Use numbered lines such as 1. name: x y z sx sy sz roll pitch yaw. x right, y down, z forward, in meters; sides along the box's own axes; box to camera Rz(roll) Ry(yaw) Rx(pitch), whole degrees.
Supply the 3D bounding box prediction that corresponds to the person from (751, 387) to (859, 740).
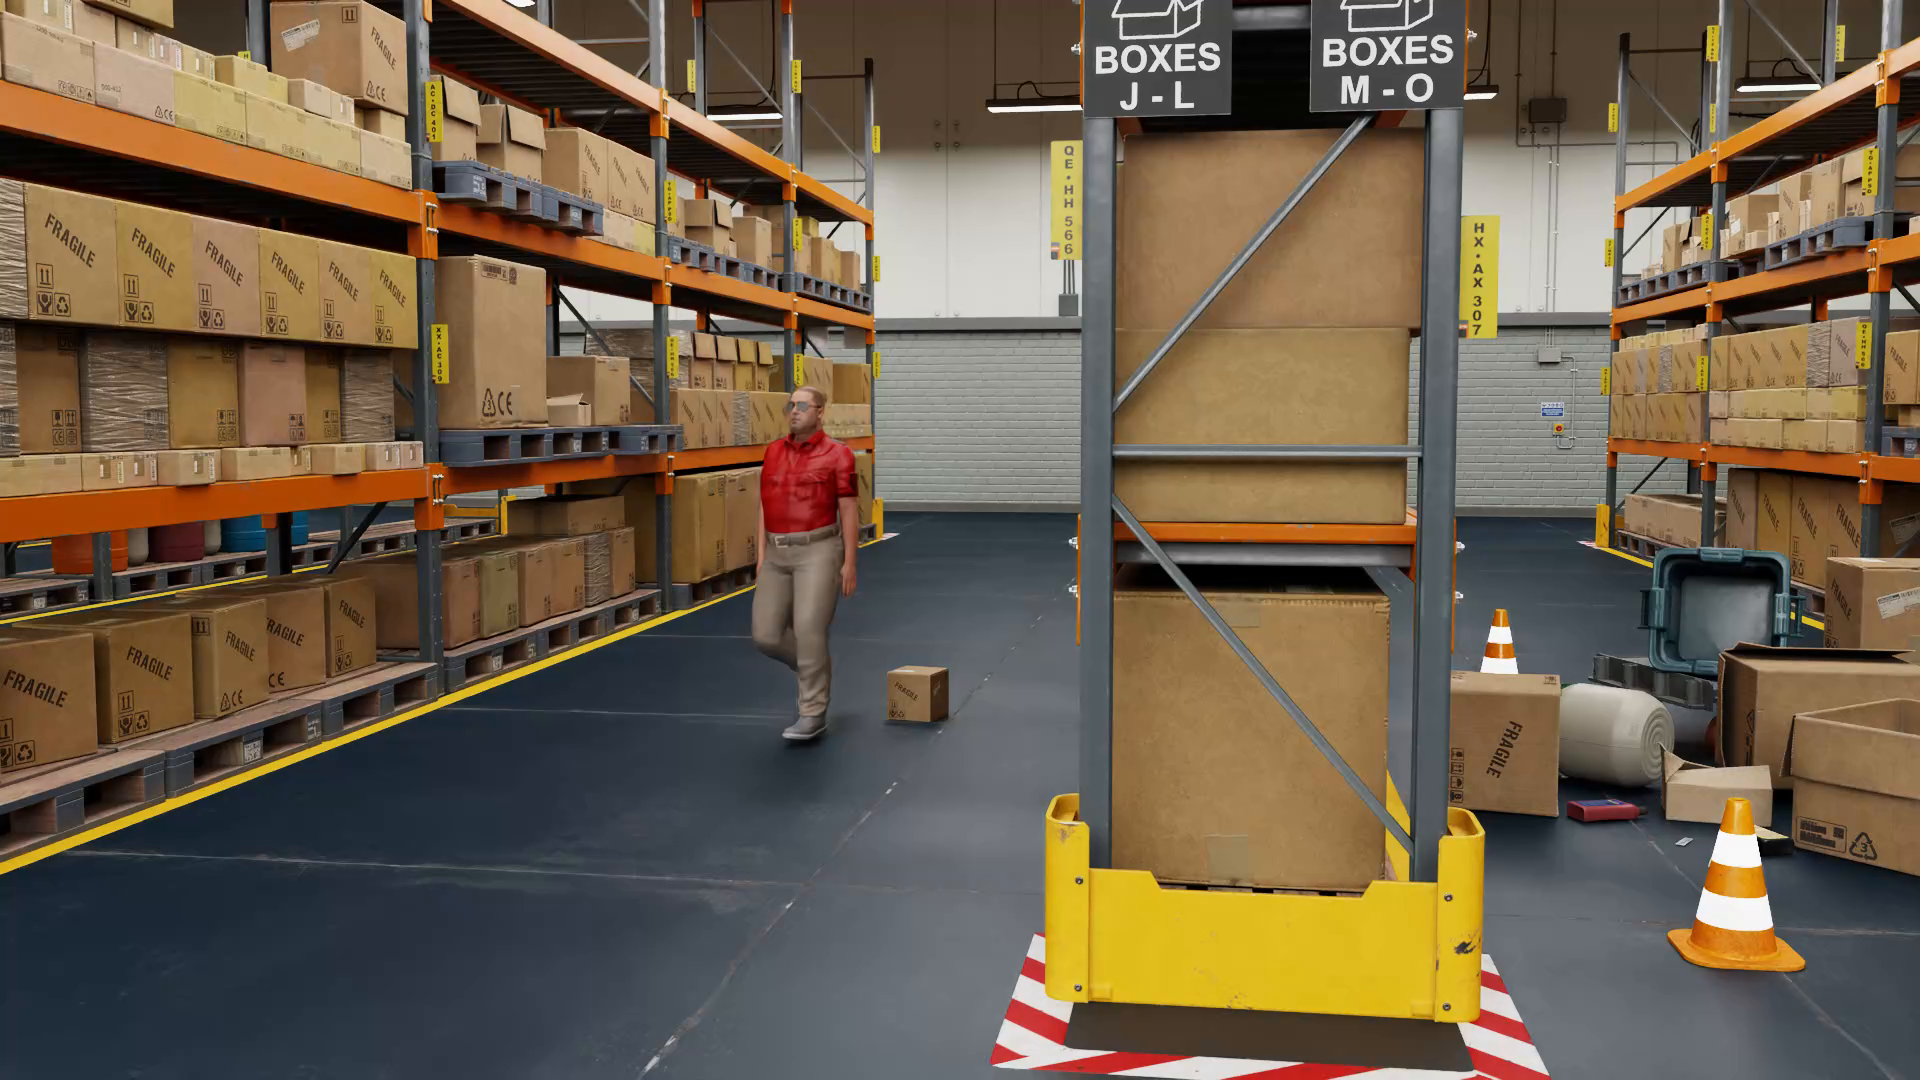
1. person: -0.756 0.095 8.263 0.547 1.709 0.661 2 5 27
